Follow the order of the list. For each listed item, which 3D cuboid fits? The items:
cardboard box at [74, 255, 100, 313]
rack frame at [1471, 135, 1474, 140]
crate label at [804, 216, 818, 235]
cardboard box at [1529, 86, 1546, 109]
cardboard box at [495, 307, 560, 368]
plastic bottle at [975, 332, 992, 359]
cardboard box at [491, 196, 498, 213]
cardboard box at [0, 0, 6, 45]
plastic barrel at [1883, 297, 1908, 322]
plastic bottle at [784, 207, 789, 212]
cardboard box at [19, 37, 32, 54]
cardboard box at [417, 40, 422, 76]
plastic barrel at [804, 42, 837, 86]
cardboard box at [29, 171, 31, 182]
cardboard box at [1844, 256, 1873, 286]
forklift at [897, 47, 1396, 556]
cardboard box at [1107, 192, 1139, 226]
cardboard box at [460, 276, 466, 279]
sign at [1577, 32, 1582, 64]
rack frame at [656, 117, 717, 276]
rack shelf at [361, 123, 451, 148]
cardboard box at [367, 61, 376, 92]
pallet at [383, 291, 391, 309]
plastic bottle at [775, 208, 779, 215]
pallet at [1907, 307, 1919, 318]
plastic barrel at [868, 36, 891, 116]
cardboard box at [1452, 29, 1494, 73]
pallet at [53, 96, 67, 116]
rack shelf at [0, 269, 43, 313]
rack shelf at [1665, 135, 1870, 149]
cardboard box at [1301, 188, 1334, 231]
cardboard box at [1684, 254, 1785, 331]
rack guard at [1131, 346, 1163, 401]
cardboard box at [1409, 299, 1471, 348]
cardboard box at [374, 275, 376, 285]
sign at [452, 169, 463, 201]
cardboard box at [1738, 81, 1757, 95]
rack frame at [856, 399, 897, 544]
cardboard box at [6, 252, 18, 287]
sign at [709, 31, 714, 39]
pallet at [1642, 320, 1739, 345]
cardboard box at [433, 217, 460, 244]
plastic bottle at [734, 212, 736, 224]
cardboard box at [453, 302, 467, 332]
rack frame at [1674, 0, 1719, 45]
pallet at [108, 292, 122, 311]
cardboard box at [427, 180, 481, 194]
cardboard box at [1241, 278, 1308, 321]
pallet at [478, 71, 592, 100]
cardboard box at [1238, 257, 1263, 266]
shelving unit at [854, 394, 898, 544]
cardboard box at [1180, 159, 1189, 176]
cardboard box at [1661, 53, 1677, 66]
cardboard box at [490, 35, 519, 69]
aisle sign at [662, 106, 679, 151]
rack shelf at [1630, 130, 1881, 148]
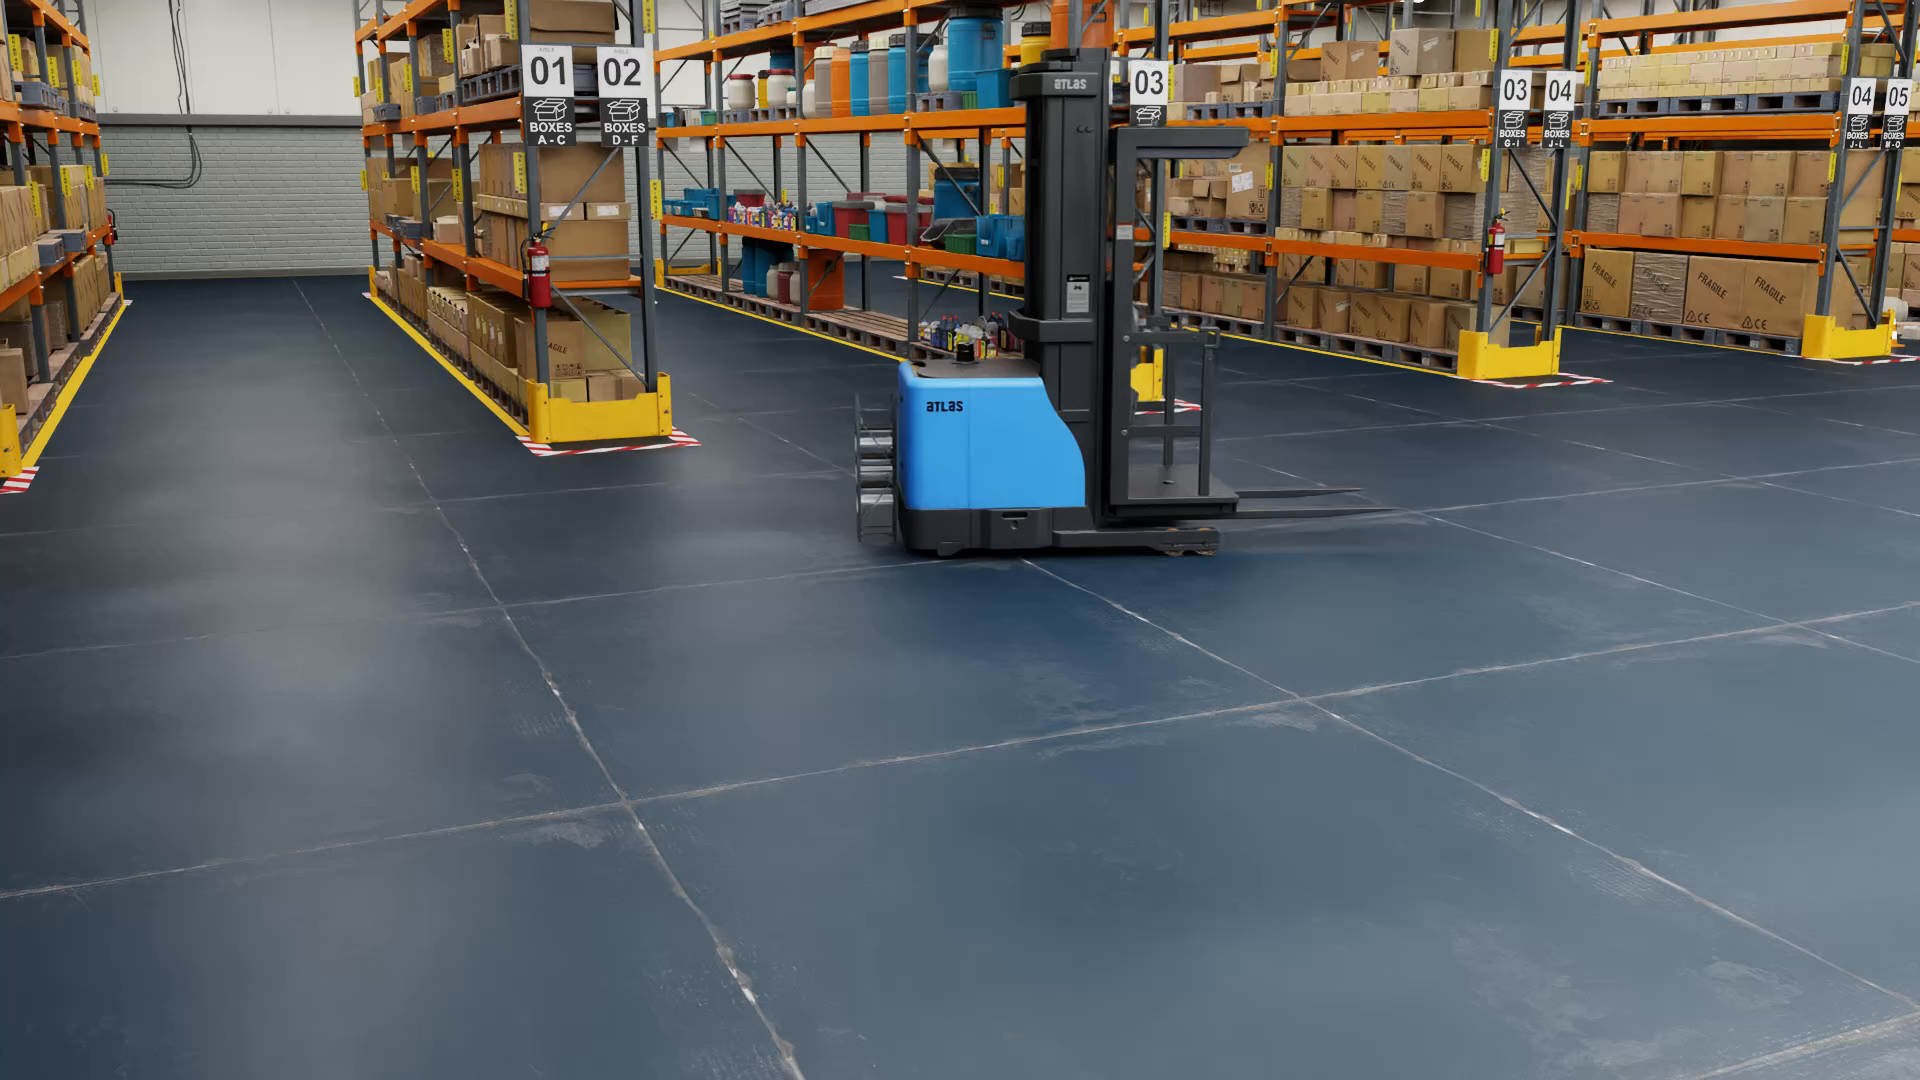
[{"bbox_3d":[-12.035,-3.418,22.323,0.750,0.750,0.750,-5,14,-22],"label":"cardboard box"},{"bbox_3d":[10.281,-6.621,32.324,1.000,3.000,0.127,-6,14,-23],"label":"rack frame"},{"bbox_3d":[-1.910,-4.249,22.449,0.303,0.233,0.416,-6,14,-23],"label":"crate label"},{"bbox_3d":[6.052,-4.758,17.954,0.500,0.250,0.500,-5,14,-21],"label":"cardboard box"},{"bbox_3d":[-3.972,-1.872,15.309,0.500,0.500,0.500,-6,14,-23],"label":"cardboard box"},{"bbox_3d":[0.256,-2.081,17.773,0.152,0.276,0.135,-6,14,-23],"label":"plastic bottle"},{"bbox_3d":[-4.332,-3.260,16.141,0.380,0.149,0.250,-6,14,-25],"label":"cardboard box"},{"bbox_3d":[-8.761,-4.659,14.710,0.500,0.500,0.500,-7,15,-28],"label":"cardboard box"},{"bbox_3d":[12.873,-3.176,23.155,0.512,0.421,0.421,4,14,16],"label":"plastic barrel"},{"bbox_3d":[-2.642,-4.969,25.471,0.097,0.271,0.097,0,13,0],"label":"plastic bottle"},{"bbox_3d":[-11.948,-6.167,20.850,0.500,0.250,0.500,-6,14,-25],"label":"cardboard box"},{"bbox_3d":[-6.853,-6.304,21.863,0.500,0.500,0.500,-6,14,-23],"label":"cardboard box"},{"bbox_3d":[-1.960,-6.445,23.027,0.600,0.830,0.708,-6,14,-23],"label":"plastic barrel"},{"bbox_3d":[-10.647,-4.068,18.656,0.380,0.149,0.250,-8,15,-30],"label":"cardboard box"},{"bbox_3d":[13.475,-4.052,24.729,0.500,0.500,0.500,-5,14,-20],"label":"cardboard box"},{"bbox_3d":[1.144,-1.448,10.128,3.031,2.935,1.130,-1,13,-5],"label":"forklift"},{"bbox_3d":[2.379,-5.028,25.218,0.500,0.500,0.500,-5,14,-21],"label":"cardboard box"},{"bbox_3d":[-6.607,-3.333,22.688,0.500,0.500,0.500,-6,14,-24],"label":"cardboard box"},{"bbox_3d":[6.505,-5.183,17.520,0.100,0.325,0.005,-6,14,-23],"label":"sign"},{"bbox_3d":[-4.940,-6.105,30.094,1.000,3.000,0.127,-6,14,-23],"label":"rack frame"},{"bbox_3d":[-8.679,-6.356,26.122,1.077,0.370,4.000,-6,14,-23],"label":"rack shelf"},{"bbox_3d":[-9.136,-7.440,26.771,0.700,0.500,0.500,-6,14,-23],"label":"cardboard box"},{"bbox_3d":[-8.644,-3.867,26.612,1.003,0.211,1.213,-6,14,-23],"label":"pallet"},{"bbox_3d":[-2.688,-4.727,24.402,0.061,0.283,0.133,-6,14,-23],"label":"plastic bottle"},{"bbox_3d":[14.280,-3.221,23.821,1.003,0.211,1.213,-6,14,-23],"label":"pallet"},{"bbox_3d":[-0.797,-5.552,19.941,0.600,0.901,0.600,0,13,0],"label":"plastic barrel"},{"bbox_3d":[5.661,-5.476,18.736,0.500,0.500,0.500,-6,14,-23],"label":"cardboard box"},{"bbox_3d":[-11.119,-5.055,19.324,1.213,0.211,1.003,-5,14,-20],"label":"pallet"},{"bbox_3d":[-8.409,-1.967,13.812,1.077,0.370,4.000,-6,14,-23],"label":"rack shelf"},{"bbox_3d":[15.629,-7.768,32.222,1.077,0.370,4.000,-6,14,-23],"label":"rack shelf"},{"bbox_3d":[4.697,-4.061,20.384,0.875,0.500,0.500,-6,14,-23],"label":"cardboard box"},{"bbox_3d":[9.906,-3.159,21.146,0.875,0.875,0.875,-6,14,-24],"label":"cardboard box"},{"bbox_3d":[1.396,-1.593,16.143,1.175,0.500,0.348,-6,14,-23],"label":"rack guard"},{"bbox_3d":[5.502,-2.484,19.063,0.500,0.500,0.500,-2,13,-8],"label":"cardboard box"},{"bbox_3d":[-9.627,-4.366,27.928,0.380,0.149,0.250,-6,14,-23],"label":"cardboard box"},{"bbox_3d":[-5.166,-3.653,17.110,0.100,0.325,0.005,-6,14,-23],"label":"sign"},{"bbox_3d":[9.741,-5.514,20.295,0.380,0.149,0.250,-6,14,-24],"label":"cardboard box"},{"bbox_3d":[-0.509,-0.416,10.168,0.240,0.900,0.006,-1,13,-5],"label":"rack frame"},{"bbox_3d":[-7.932,-2.182,13.434,0.500,0.250,0.500,-6,14,-24],"label":"cardboard box"},{"bbox_3d":[-4.442,-8.923,29.683,0.100,0.325,0.005,-6,14,-23],"label":"sign"},{"bbox_3d":[9.716,-2.725,21.675,1.003,0.211,1.213,-6,14,-23],"label":"pallet"},{"bbox_3d":[-6.094,-3.760,20.159,0.500,0.311,0.500,-6,14,-24],"label":"cardboard box"},{"bbox_3d":[-3.465,-5.018,25.837,0.097,0.201,0.097,0,13,0],"label":"plastic bottle"},{"bbox_3d":[-5.312,-2.482,18.364,0.500,0.311,0.500,-5,14,-21],"label":"cardboard box"},{"bbox_3d":[14.828,-9.993,33.588,1.000,3.000,0.127,-6,14,-23],"label":"rack frame"},{"bbox_3d":[-13.625,-3.693,25.859,1.003,0.211,1.213,-6,14,-23],"label":"pallet"},{"bbox_3d":[-6.822,-4.585,22.374,0.700,0.500,0.500,-3,13,-12],"label":"cardboard box"},{"bbox_3d":[4.179,-3.198,22.104,0.700,0.500,0.500,-7,15,-27],"label":"cardboard box"},{"bbox_3d":[-3.823,-4.172,15.286,1.003,0.211,1.213,-6,14,-23],"label":"pallet"},{"bbox_3d":[5.369,-5.150,30.700,0.380,0.149,0.250,-5,14,-22],"label":"cardboard box"},{"bbox_3d":[-0.519,-0.439,10.267,0.258,0.900,0.210,-1,13,-5],"label":"shelving unit"},{"bbox_3d":[4.516,-7.330,32.290,0.500,0.500,0.500,-6,14,-24],"label":"cardboard box"},{"bbox_3d":[9.235,-6.164,21.335,0.380,0.149,0.250,-5,14,-22],"label":"cardboard box"},{"bbox_3d":[-3.773,-4.228,14.422,0.500,0.250,0.500,-6,14,-23],"label":"cardboard box"},{"bbox_3d":[-5.241,-7.359,29.749,0.394,0.787,0.004,-6,14,-23],"label":"aisle sign"},{"bbox_3d":[12.685,-6.492,26.711,1.077,0.370,4.000,-6,14,-23],"label":"rack shelf"}]
